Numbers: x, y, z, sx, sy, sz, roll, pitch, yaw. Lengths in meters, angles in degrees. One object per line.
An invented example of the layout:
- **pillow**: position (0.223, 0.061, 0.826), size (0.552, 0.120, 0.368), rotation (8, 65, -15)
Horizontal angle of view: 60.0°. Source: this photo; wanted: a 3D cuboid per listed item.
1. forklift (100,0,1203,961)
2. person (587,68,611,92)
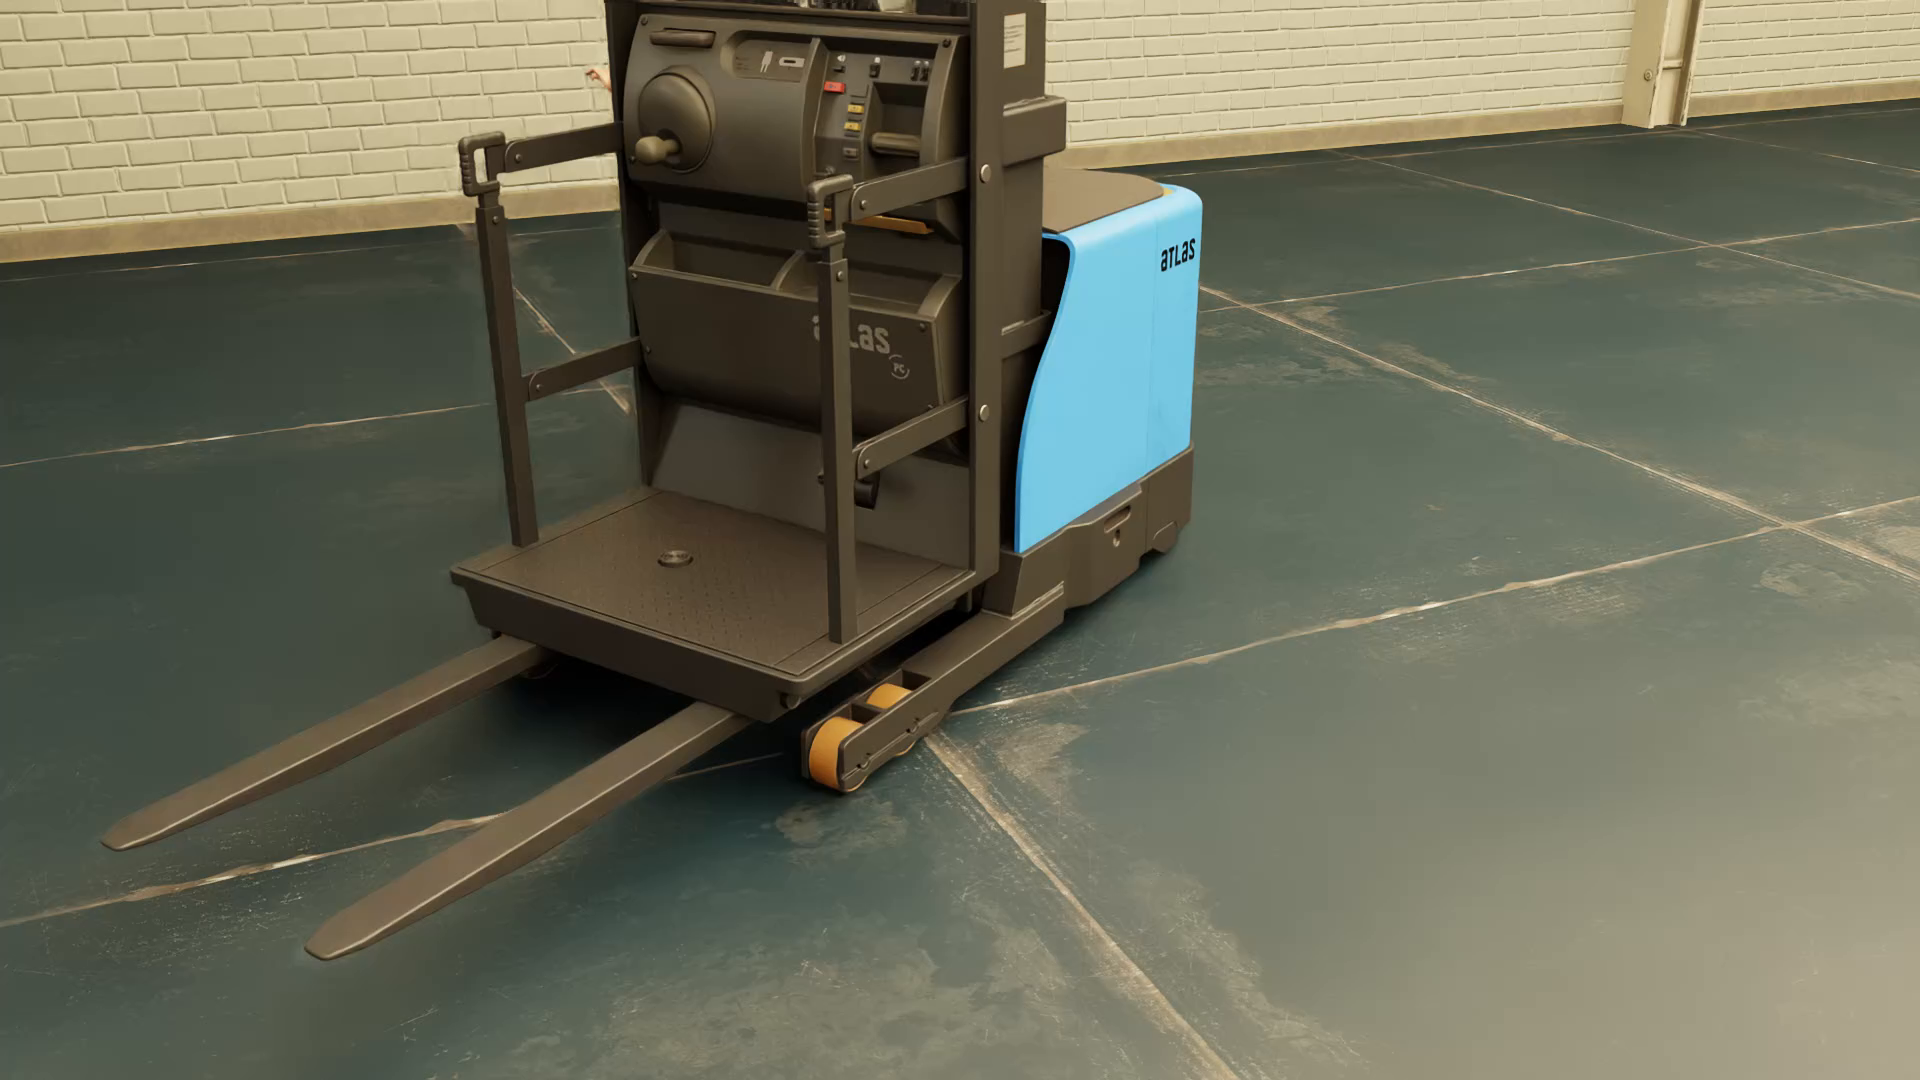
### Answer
- **forklift**: position (-0.525, -0.993, 3.676), size (1.130, 2.935, 3.031), rotation (14, 26, 30)
- **person**: position (-0.728, -0.949, 5.565), size (0.750, 1.453, 1.506), rotation (-15, 27, -33)
